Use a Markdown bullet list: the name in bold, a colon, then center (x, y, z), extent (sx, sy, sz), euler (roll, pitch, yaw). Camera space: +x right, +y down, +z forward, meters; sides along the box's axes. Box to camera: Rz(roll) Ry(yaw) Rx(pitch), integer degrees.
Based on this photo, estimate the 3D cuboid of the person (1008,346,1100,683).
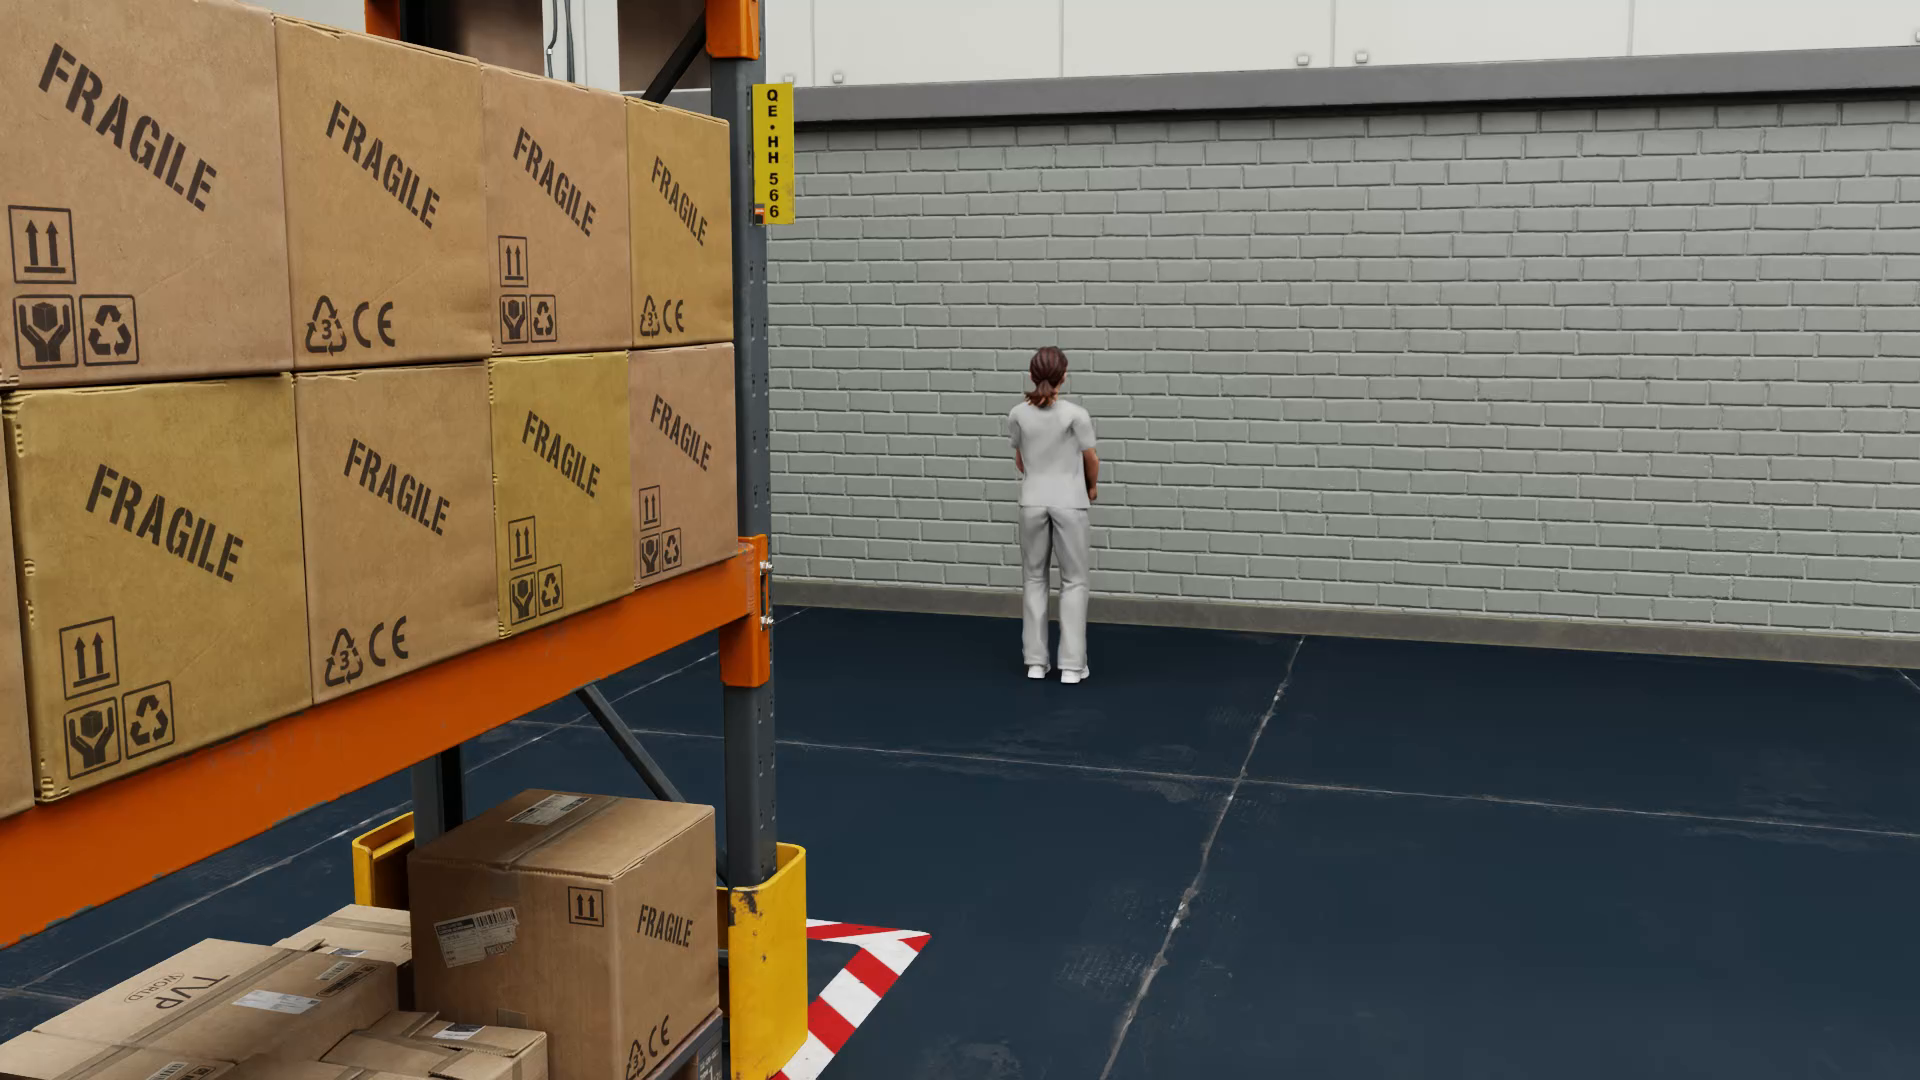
- **person**: center (0.479, -0.134, 8.294), extent (0.436, 1.664, 0.558), euler (3, 9, 17)
